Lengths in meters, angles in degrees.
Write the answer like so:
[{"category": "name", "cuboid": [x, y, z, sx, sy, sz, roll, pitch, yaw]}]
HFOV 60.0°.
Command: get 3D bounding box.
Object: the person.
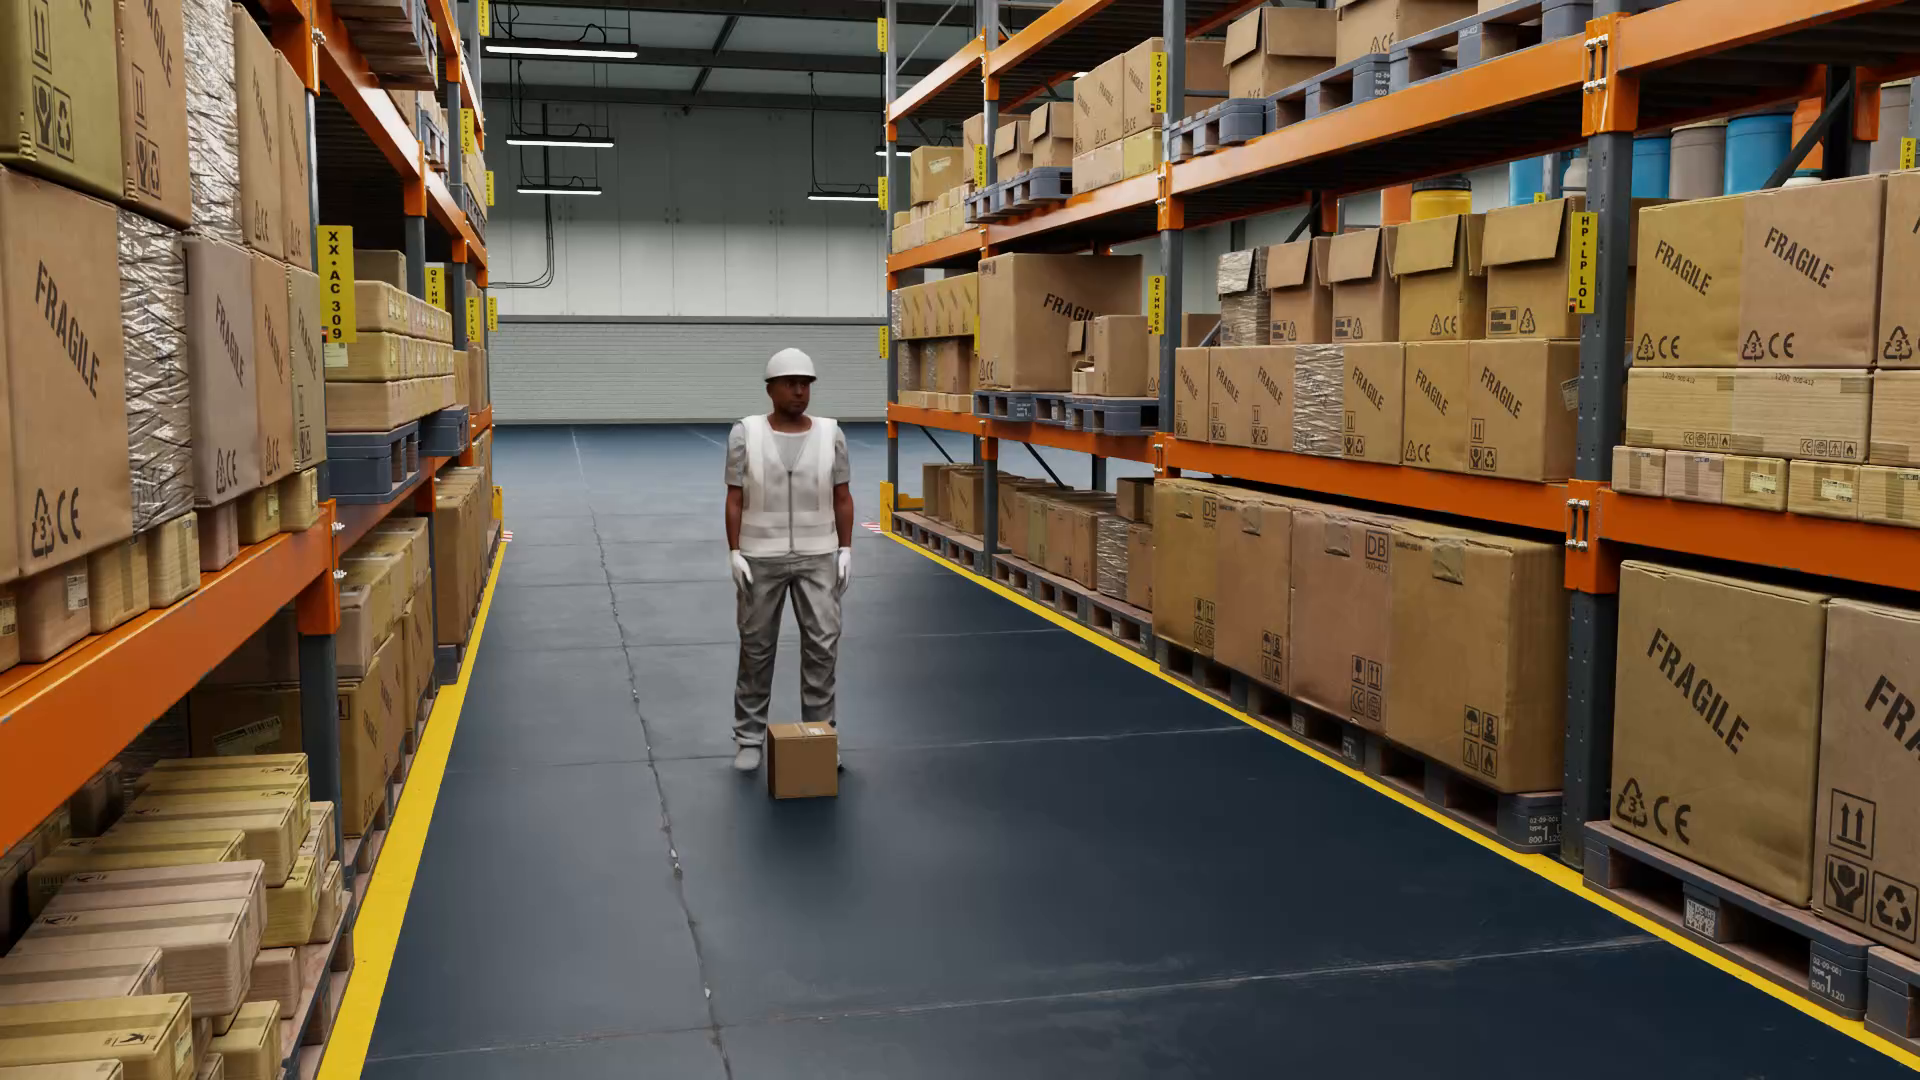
[{"category": "person", "cuboid": [-0.718, 0.092, 7.079, 0.548, 1.804, 0.398, -1, 6, -13]}]
